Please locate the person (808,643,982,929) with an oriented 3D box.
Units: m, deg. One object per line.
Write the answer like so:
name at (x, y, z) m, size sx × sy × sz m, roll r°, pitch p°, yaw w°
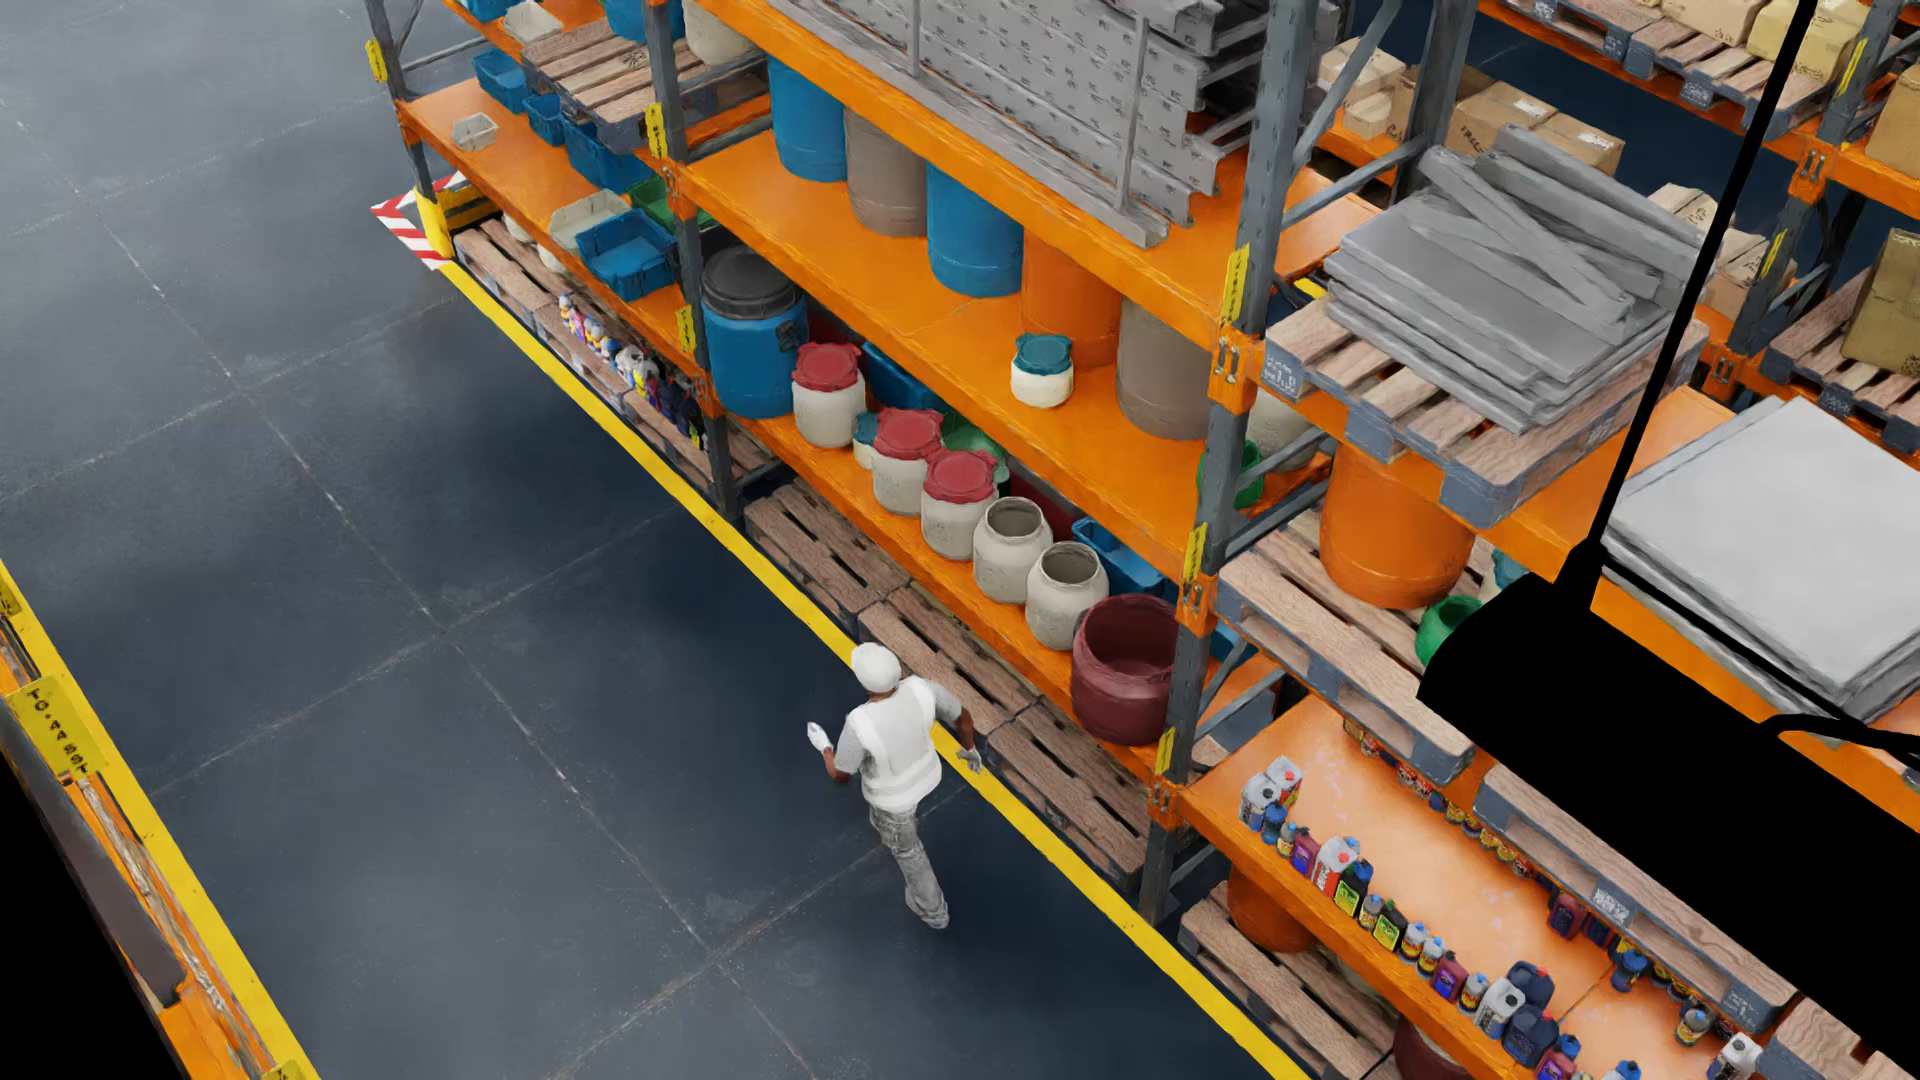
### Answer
person at (-0.316, 1.164, 8.312) m, size 0.875 × 1.714 × 0.719 m, roll 36°, pitch 56°, yaw 29°
